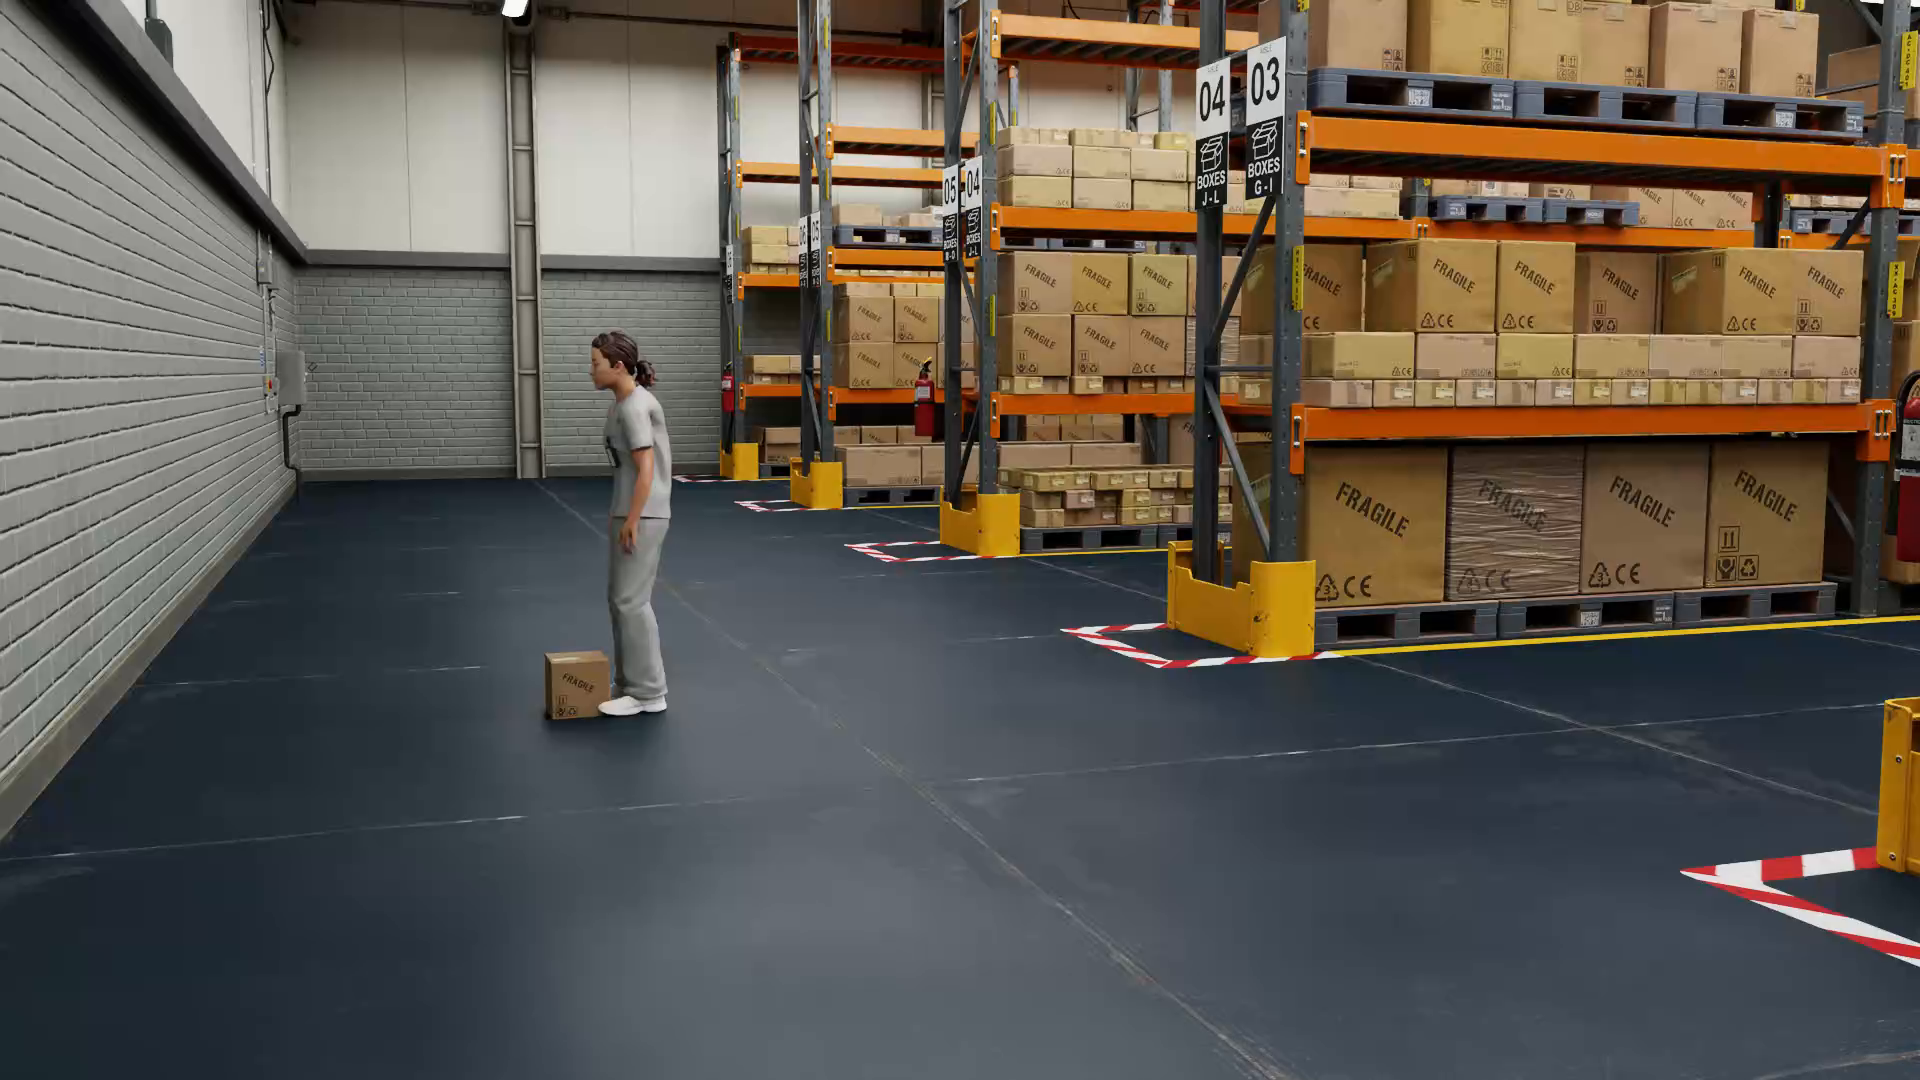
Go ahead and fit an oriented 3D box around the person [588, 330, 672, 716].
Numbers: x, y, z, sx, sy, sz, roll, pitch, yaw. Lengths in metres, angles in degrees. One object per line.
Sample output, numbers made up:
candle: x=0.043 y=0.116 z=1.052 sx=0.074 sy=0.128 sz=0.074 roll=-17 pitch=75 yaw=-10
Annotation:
person: x=-1.452 y=-0.082 z=7.326 sx=0.354 sy=1.673 sz=0.490 roll=-2 pitch=6 yaw=-19
